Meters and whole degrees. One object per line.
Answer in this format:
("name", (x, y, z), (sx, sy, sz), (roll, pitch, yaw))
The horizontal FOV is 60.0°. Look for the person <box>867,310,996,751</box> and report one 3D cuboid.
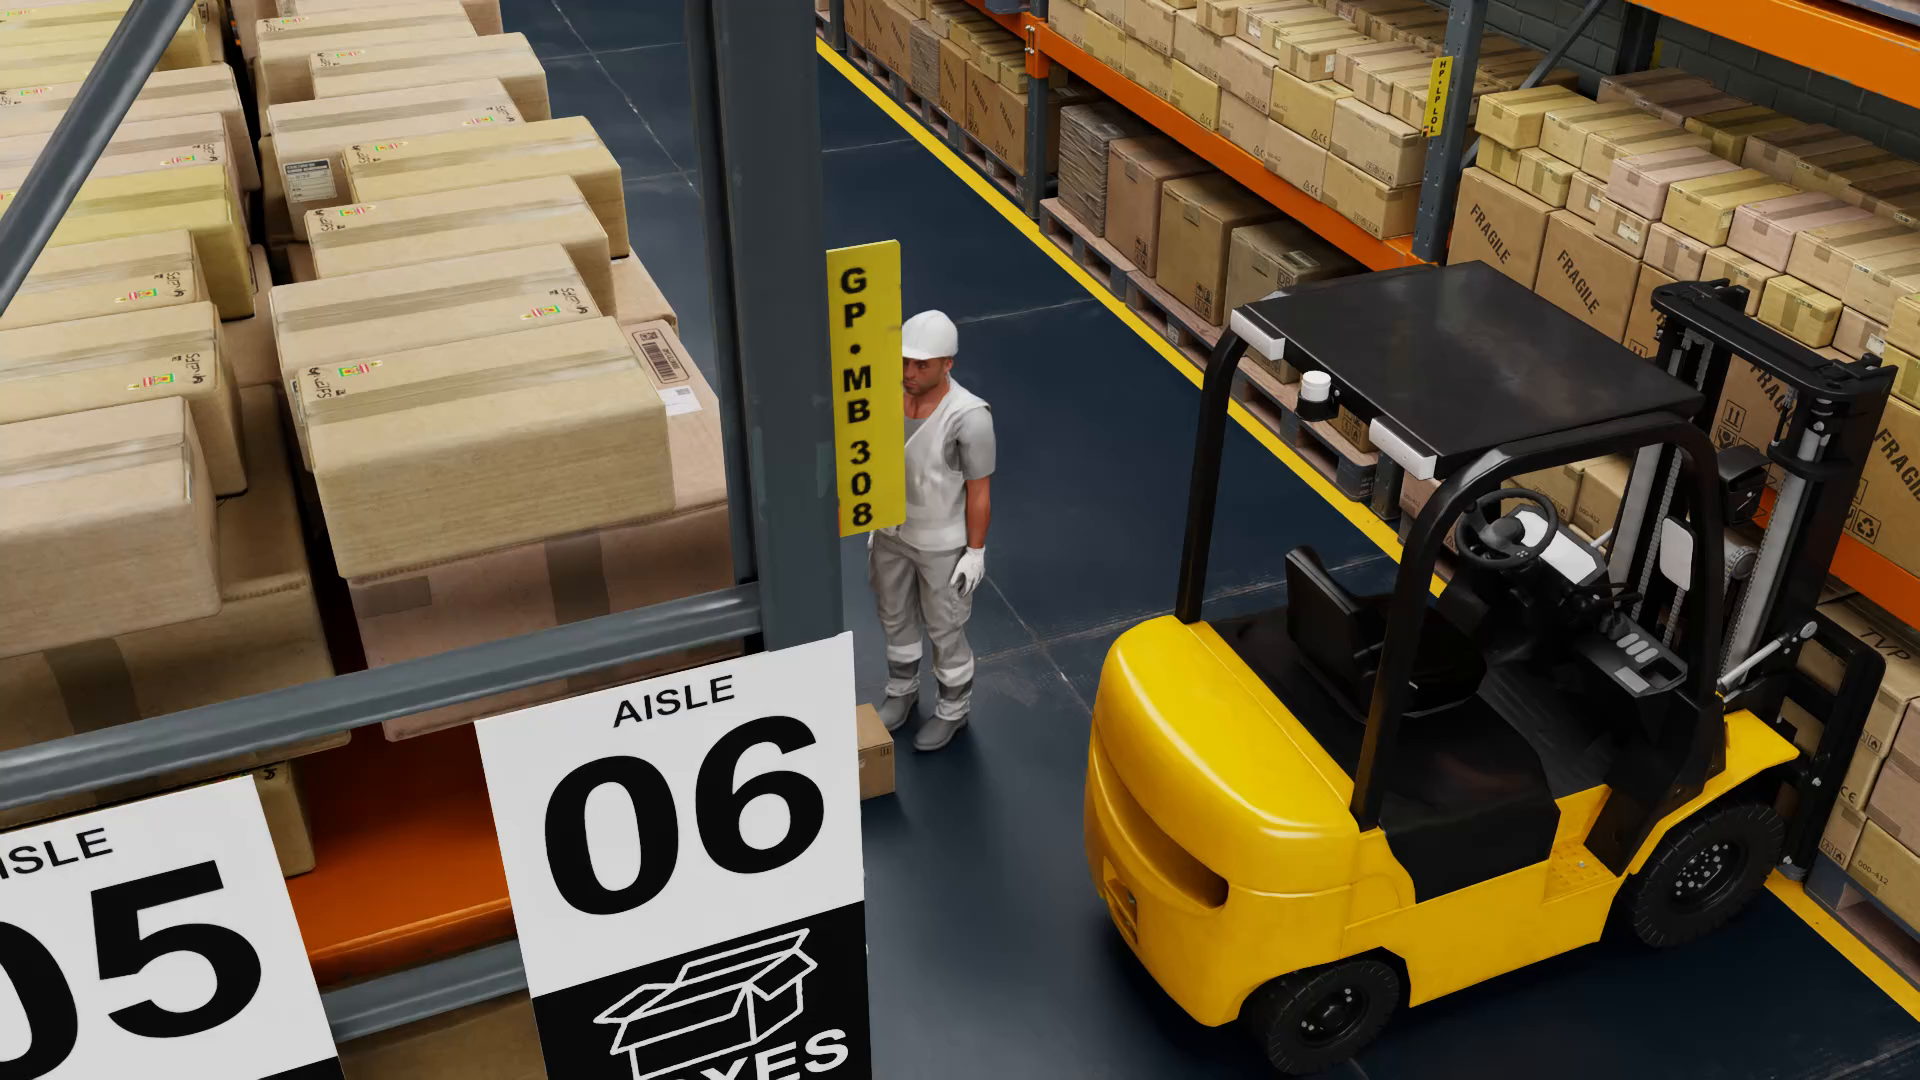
("person", (-0.128, -0.014, 6.137), (0.529, 1.790, 0.351), (25, 41, 33))
